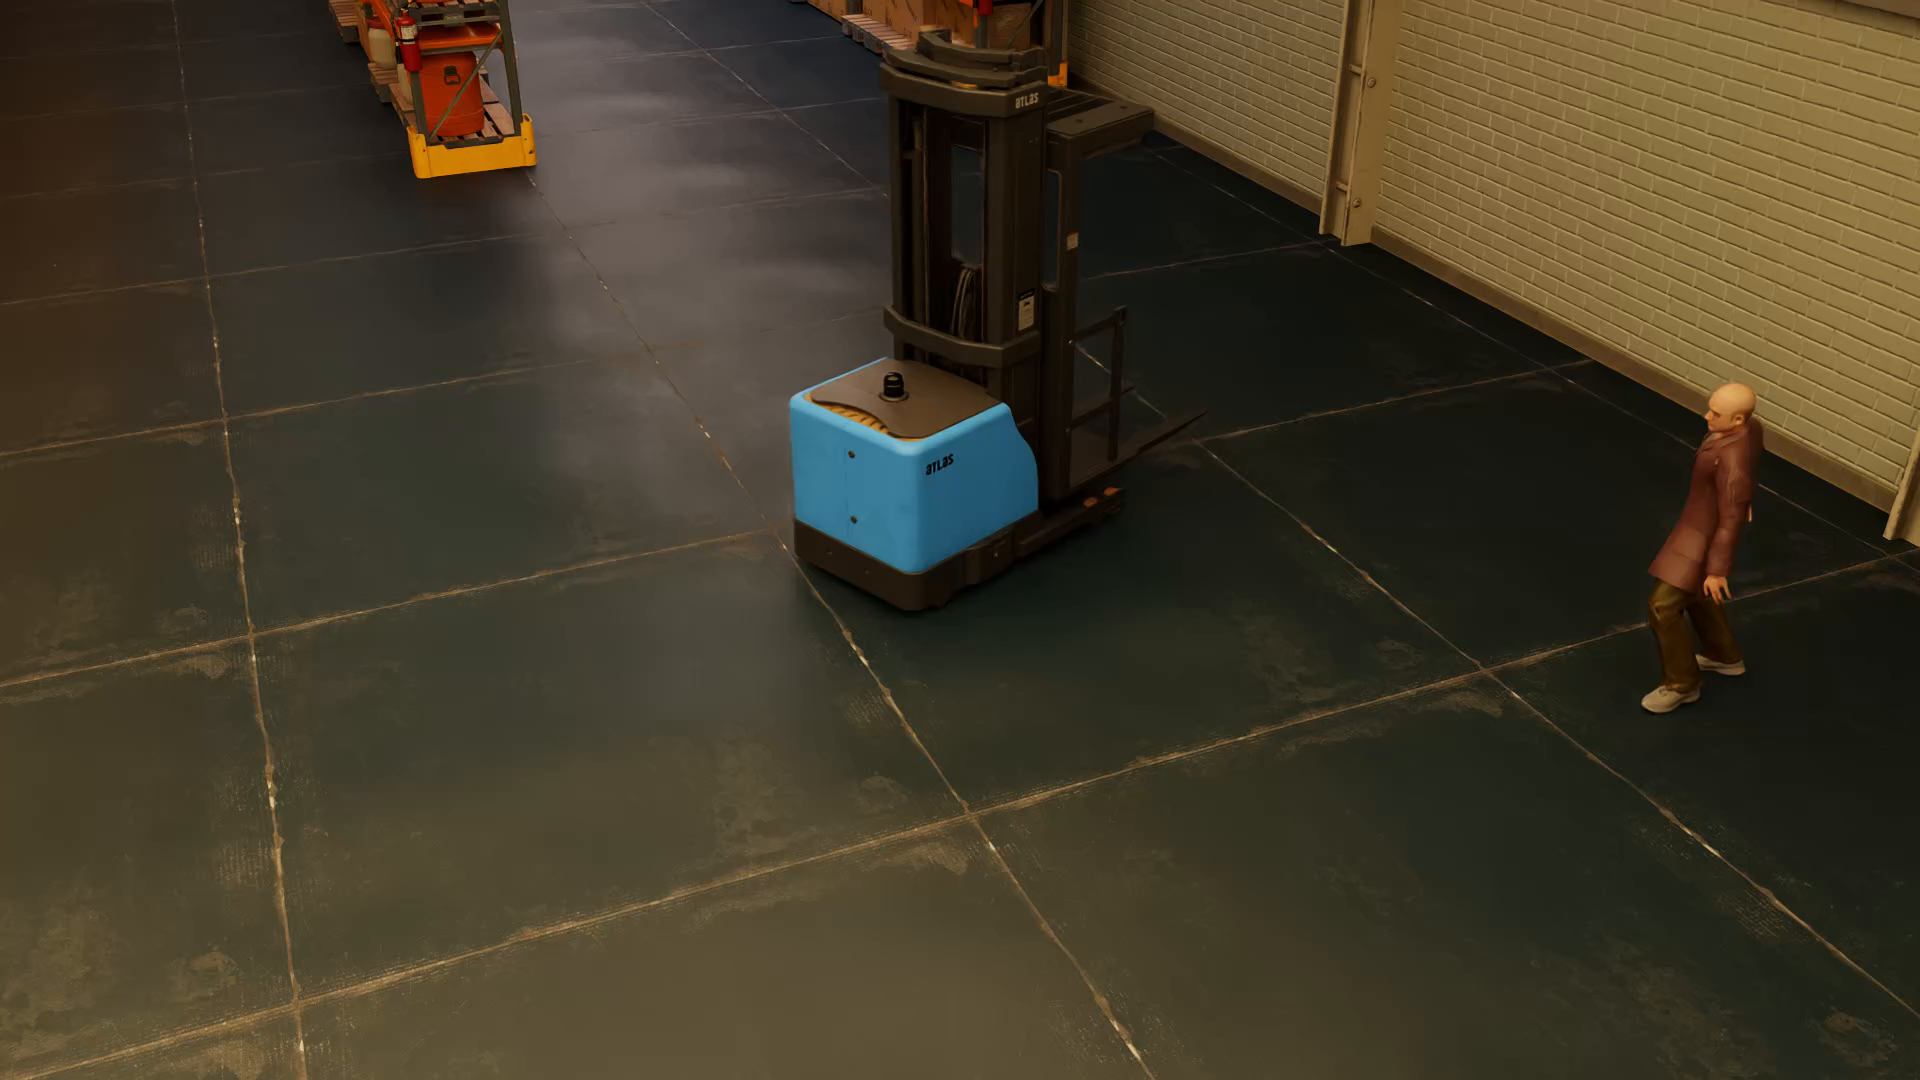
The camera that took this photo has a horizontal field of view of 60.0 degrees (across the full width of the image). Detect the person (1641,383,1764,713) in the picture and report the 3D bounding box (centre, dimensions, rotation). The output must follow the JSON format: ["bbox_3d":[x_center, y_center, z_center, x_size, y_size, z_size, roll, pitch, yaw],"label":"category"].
[{"bbox_3d":[3.838,-0.002,8.406,0.550,1.758,0.932,17,34,27],"label":"person"}]

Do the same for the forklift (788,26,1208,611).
[{"bbox_3d":[0.391,-1.520,9.778,1.130,2.935,3.031,25,38,36],"label":"forklift"}]
